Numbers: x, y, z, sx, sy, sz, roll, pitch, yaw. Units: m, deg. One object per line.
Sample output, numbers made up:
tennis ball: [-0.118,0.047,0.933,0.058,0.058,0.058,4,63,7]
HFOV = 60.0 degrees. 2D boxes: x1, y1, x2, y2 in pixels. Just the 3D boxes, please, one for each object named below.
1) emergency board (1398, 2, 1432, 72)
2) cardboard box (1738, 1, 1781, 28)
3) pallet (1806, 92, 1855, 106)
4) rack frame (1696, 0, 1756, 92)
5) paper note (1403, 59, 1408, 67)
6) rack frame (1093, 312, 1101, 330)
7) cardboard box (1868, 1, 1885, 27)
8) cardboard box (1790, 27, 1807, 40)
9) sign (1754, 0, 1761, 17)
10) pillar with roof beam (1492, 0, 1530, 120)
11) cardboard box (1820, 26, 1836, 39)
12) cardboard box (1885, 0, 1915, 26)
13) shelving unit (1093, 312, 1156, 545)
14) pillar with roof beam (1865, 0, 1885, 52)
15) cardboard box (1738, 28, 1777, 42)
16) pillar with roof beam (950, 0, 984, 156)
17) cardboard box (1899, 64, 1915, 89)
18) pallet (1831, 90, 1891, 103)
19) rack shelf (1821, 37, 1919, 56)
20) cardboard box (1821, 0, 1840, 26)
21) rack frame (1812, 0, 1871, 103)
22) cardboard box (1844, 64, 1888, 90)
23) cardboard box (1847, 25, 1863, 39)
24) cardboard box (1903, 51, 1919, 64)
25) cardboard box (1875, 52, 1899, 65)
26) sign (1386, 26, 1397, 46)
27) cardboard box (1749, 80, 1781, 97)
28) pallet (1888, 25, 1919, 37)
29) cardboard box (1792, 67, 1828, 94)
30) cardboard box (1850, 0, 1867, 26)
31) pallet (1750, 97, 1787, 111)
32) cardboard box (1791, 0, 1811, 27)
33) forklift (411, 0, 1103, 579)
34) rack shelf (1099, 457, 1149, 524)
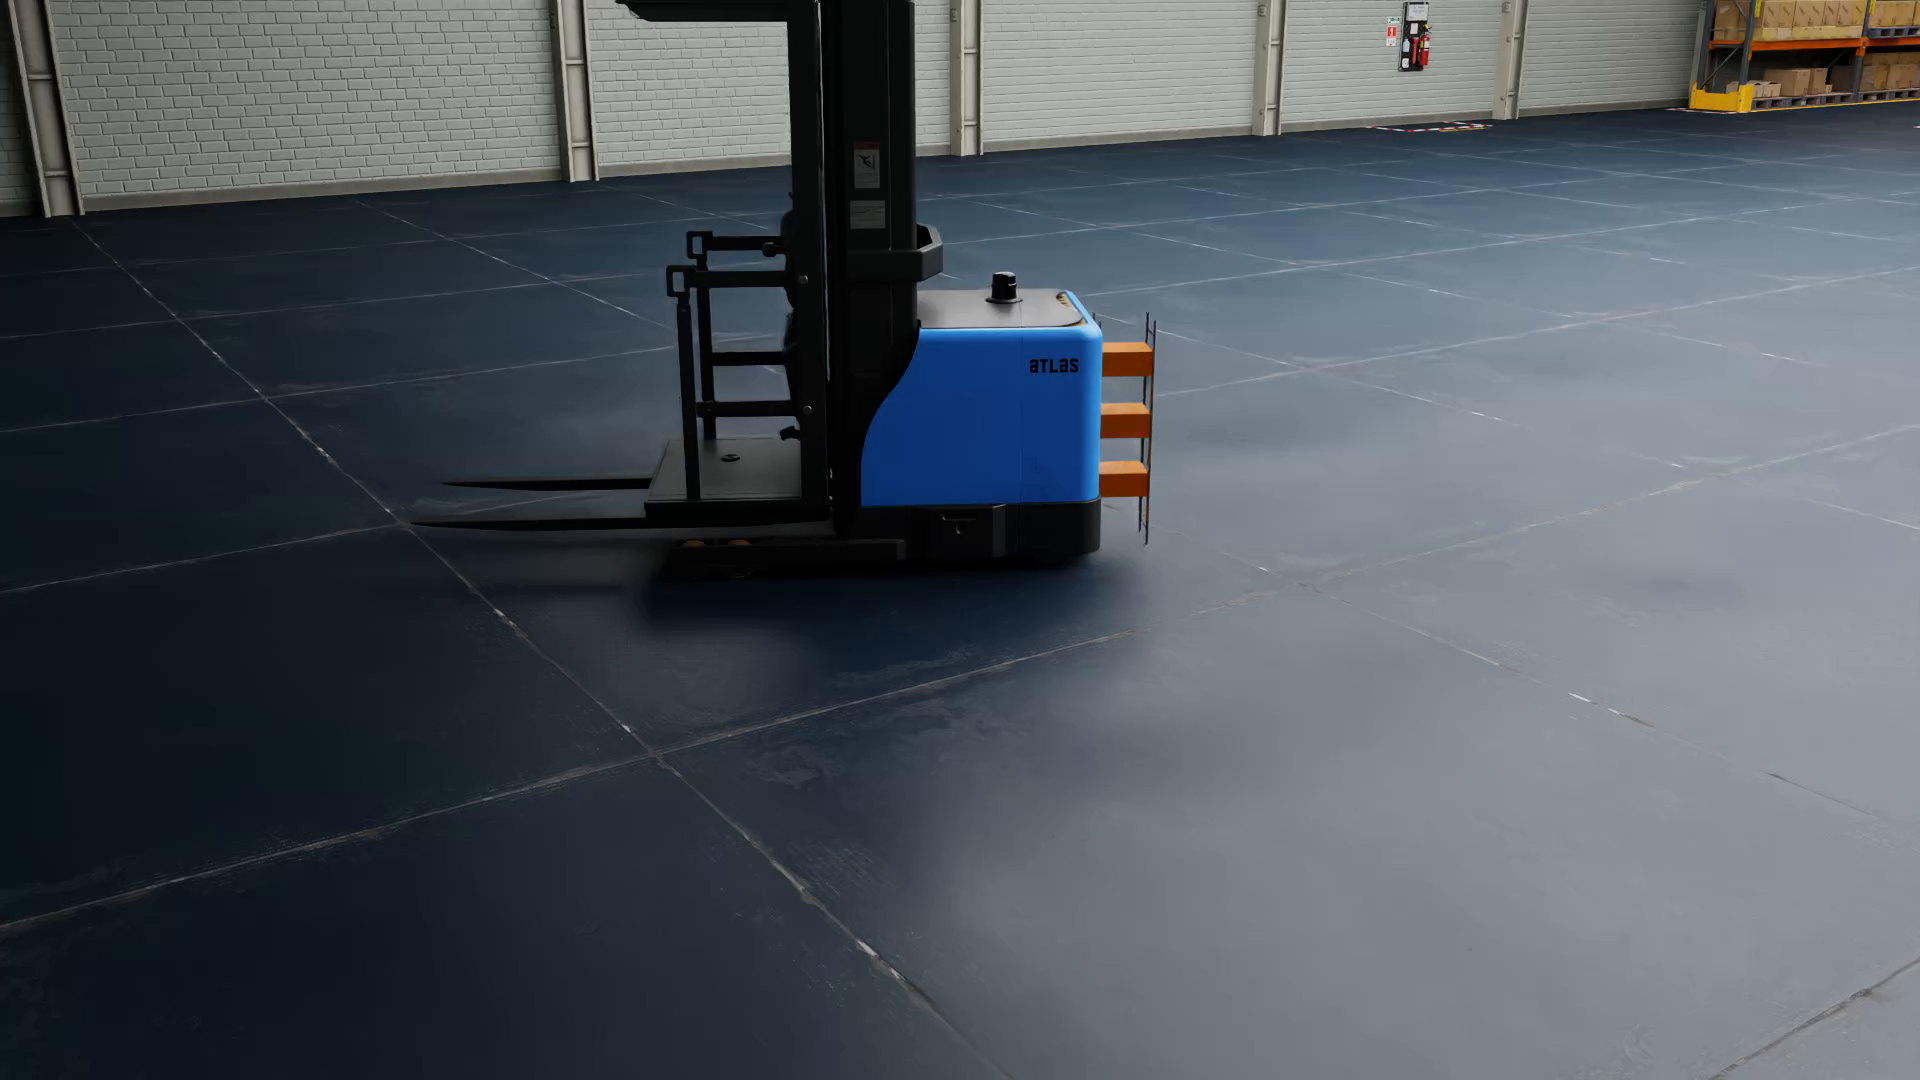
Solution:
emergency board: [8.034,-8.828,29.175,0.643,1.169,0.194,-12,22,-31]
cardboard box: [15.585,-10.253,32.421,0.500,0.500,0.500,-12,22,-31]
pallet: [17.821,-9.211,34.662,1.213,0.211,1.003,-12,22,-31]
rack frame: [15.021,-9.956,32.509,0.127,3.000,1.000,-12,22,-31]
paper note: [7.849,-8.398,29.278,0.142,0.148,0.016,-12,22,-31]
rack frame: [0.611,-0.499,7.581,0.008,1.050,0.200,-1,19,-4]
cardboard box: [18.806,-10.996,34.745,0.500,0.500,0.700,-12,22,-31]
cardboard box: [16.458,-10.078,33.076,0.500,0.250,0.500,-12,22,-32]
sign: [15.320,-10.221,31.941,0.005,0.325,0.100,-12,22,-31]
pillar with roof beam: [12.487,-10.944,26.065,0.400,9.000,9.100,-12,22,-31]
cardboard box: [17.301,-10.256,33.600,0.500,0.250,0.500,-12,22,-32]
cardboard box: [19.809,-11.217,35.398,0.500,0.500,0.700,-9,21,-24]
shelving unit: [0.733,-0.501,7.589,0.252,1.050,0.215,-1,19,-4]
pillar with roof beam: [22.509,-13.058,32.318,0.400,9.000,9.100,-12,22,-31]
cardboard box: [15.604,-9.895,32.533,0.500,0.250,0.500,-13,22,-33]
pillar with roof beam: [2.465,-8.830,19.813,0.400,9.000,9.100,-12,22,-31]
cardboard box: [20.237,-10.093,36.133,0.500,0.500,0.700,-12,22,-32]
pallet: [19.012,-9.477,35.447,1.213,0.211,1.003,-12,22,-31]
rack shelf: [20.033,-10.672,35.751,4.000,0.370,1.077,-12,22,-31]
cardboard box: [17.297,-10.613,33.485,0.500,0.500,0.500,-13,22,-33]
rack frame: [18.362,-10.660,34.593,0.127,3.000,1.000,-12,22,-31]
cardboard box: [19.372,-9.923,35.629,0.500,0.500,0.700,-12,22,-32]
cardboard box: [18.133,-10.434,34.128,0.500,0.250,0.500,-12,22,-31]
cardboard box: [20.620,-10.520,36.223,0.500,0.250,0.500,-11,22,-30]
cardboard box: [19.766,-10.345,35.706,0.500,0.250,0.500,-13,22,-33]
sign: [7.516,-8.775,28.963,0.234,0.329,0.001,-12,22,-31]
cardboard box: [16.125,-9.088,33.456,0.500,0.311,0.500,-10,21,-27]
pallet: [20.072,-10.914,35.644,1.213,0.211,1.003,-12,22,-31]
cardboard box: [17.517,-9.491,34.351,0.500,0.500,0.500,-14,23,-35]
cardboard box: [18.137,-10.788,34.003,0.500,0.500,0.500,-12,22,-32]
pallet: [15.783,-8.782,33.391,1.213,0.211,1.003,-12,22,-31]
cardboard box: [16.439,-10.427,32.935,0.500,0.500,0.500,-13,22,-33]
forklift: [-0.916,-1.393,7.288,3.031,2.935,1.130,-1,19,-4]
rack shelf: [0.733,-0.228,7.681,0.240,0.259,0.215,-1,19,-4]
